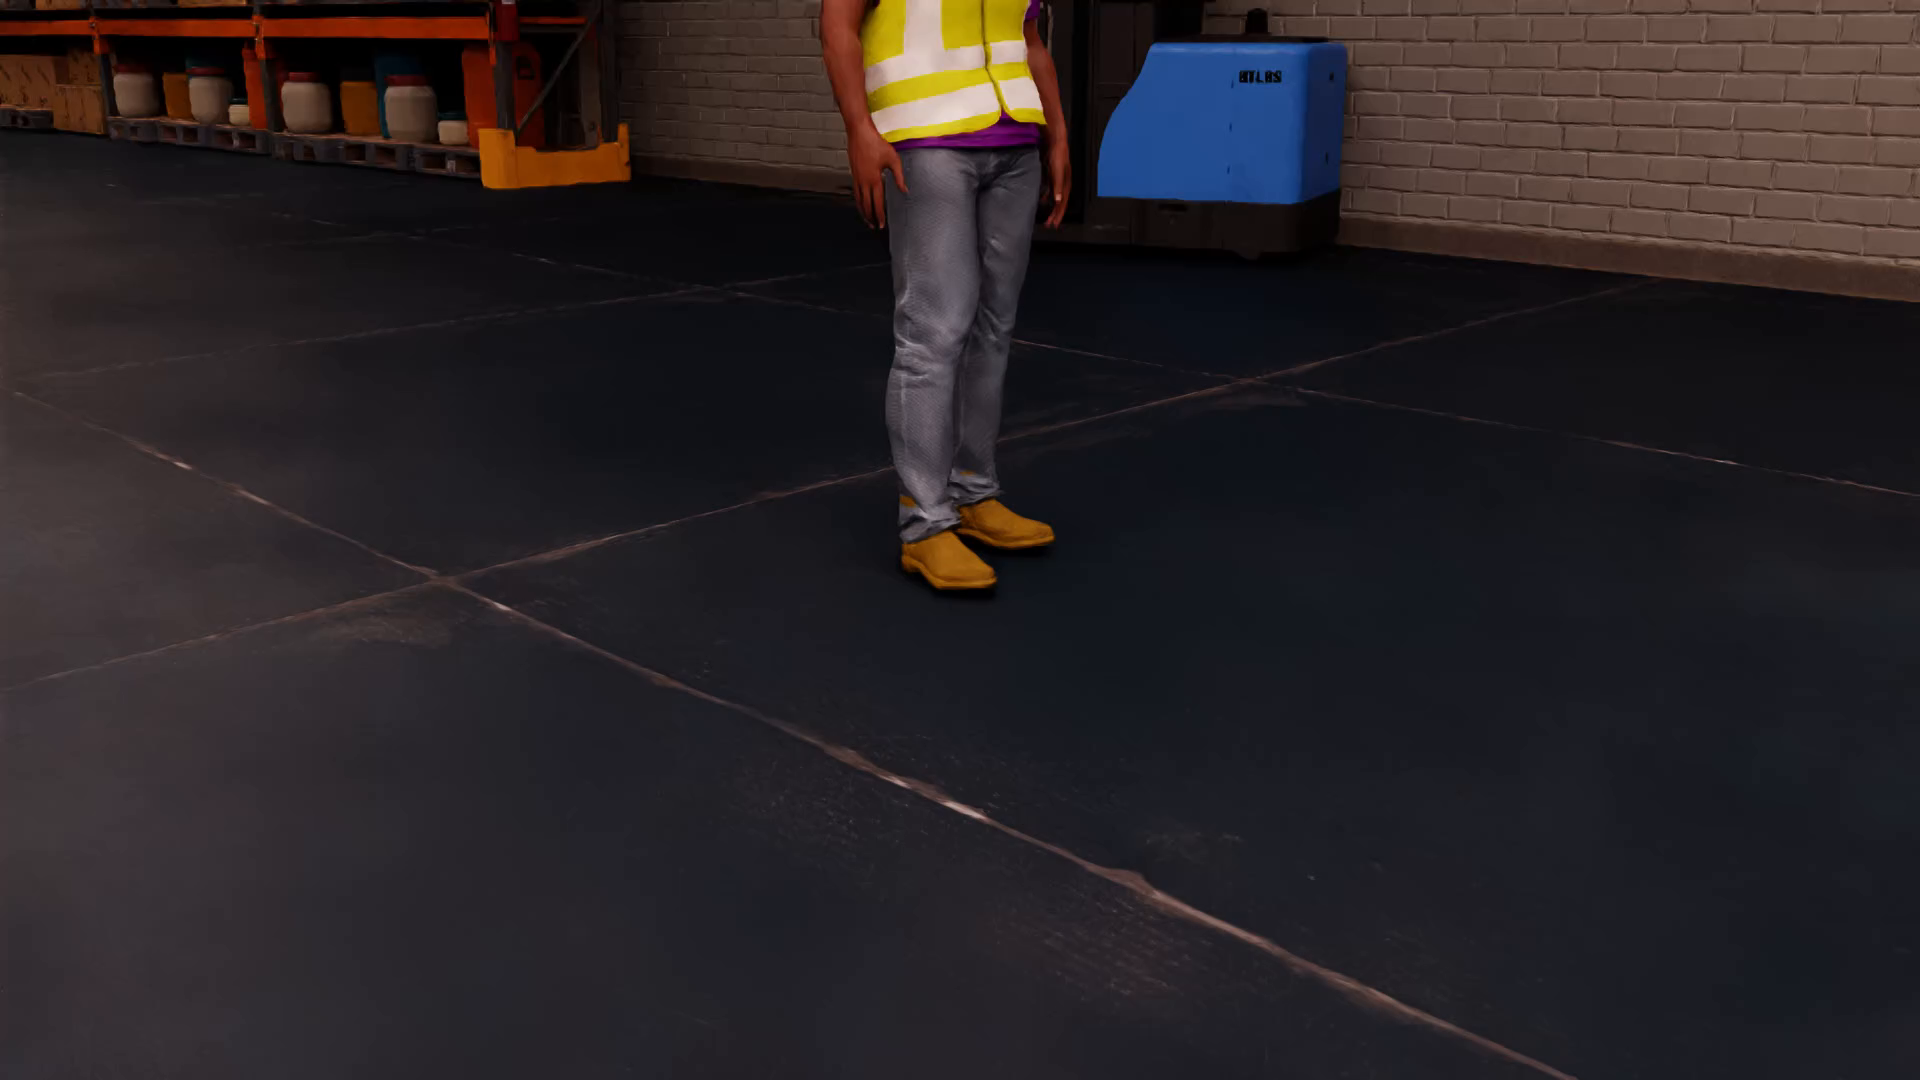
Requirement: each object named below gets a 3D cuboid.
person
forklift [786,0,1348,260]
[{"bbox_3d":[0.046,-0.835,3.582,0.576,1.766,0.665,16,23,42],"label":"person"},{"bbox_3d":[0.511,-3.078,8.905,3.031,2.935,1.130,8,19,23],"label":"forklift"}]
